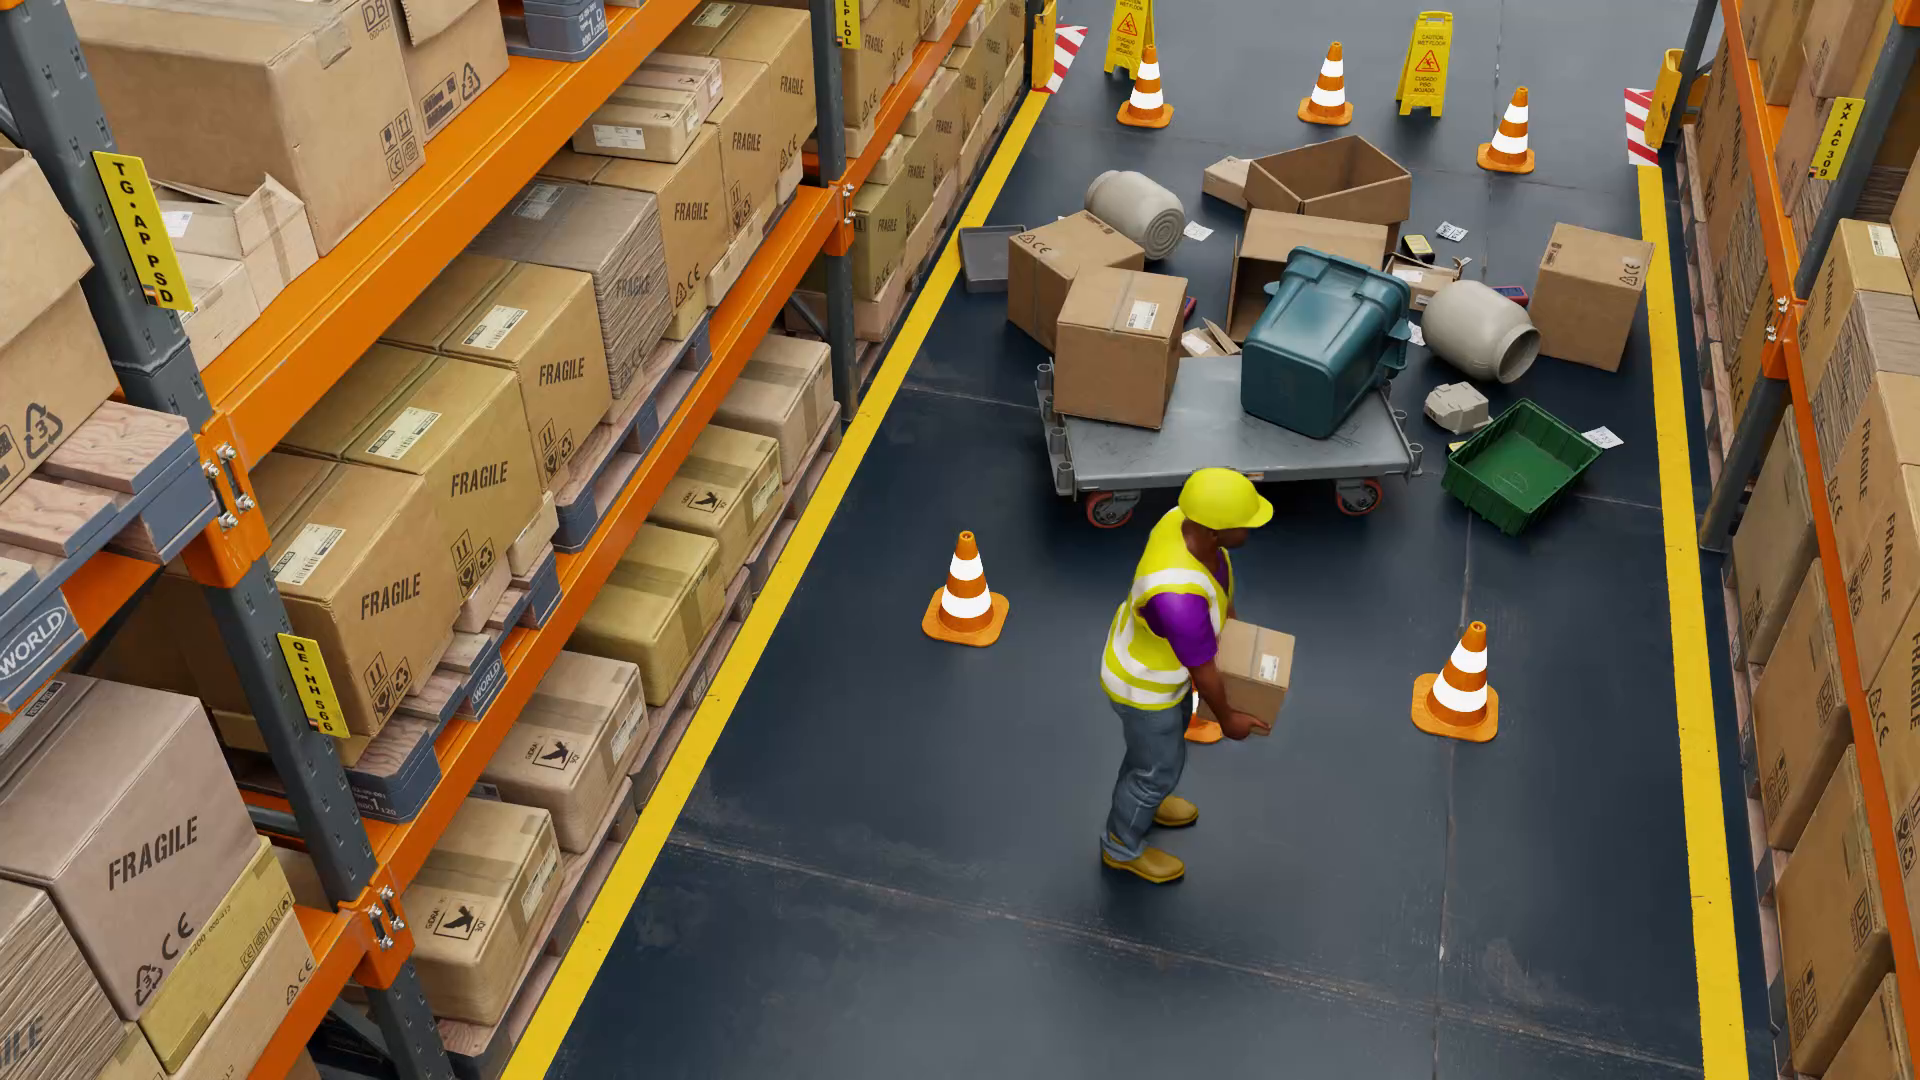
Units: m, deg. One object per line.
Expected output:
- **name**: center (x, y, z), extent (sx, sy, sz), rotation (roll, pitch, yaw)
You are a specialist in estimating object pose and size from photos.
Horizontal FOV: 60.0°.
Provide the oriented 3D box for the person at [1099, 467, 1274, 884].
- **person**: center (0.775, 0.456, 5.625), extent (0.593, 1.746, 0.501), rotation (9, 42, 11)
